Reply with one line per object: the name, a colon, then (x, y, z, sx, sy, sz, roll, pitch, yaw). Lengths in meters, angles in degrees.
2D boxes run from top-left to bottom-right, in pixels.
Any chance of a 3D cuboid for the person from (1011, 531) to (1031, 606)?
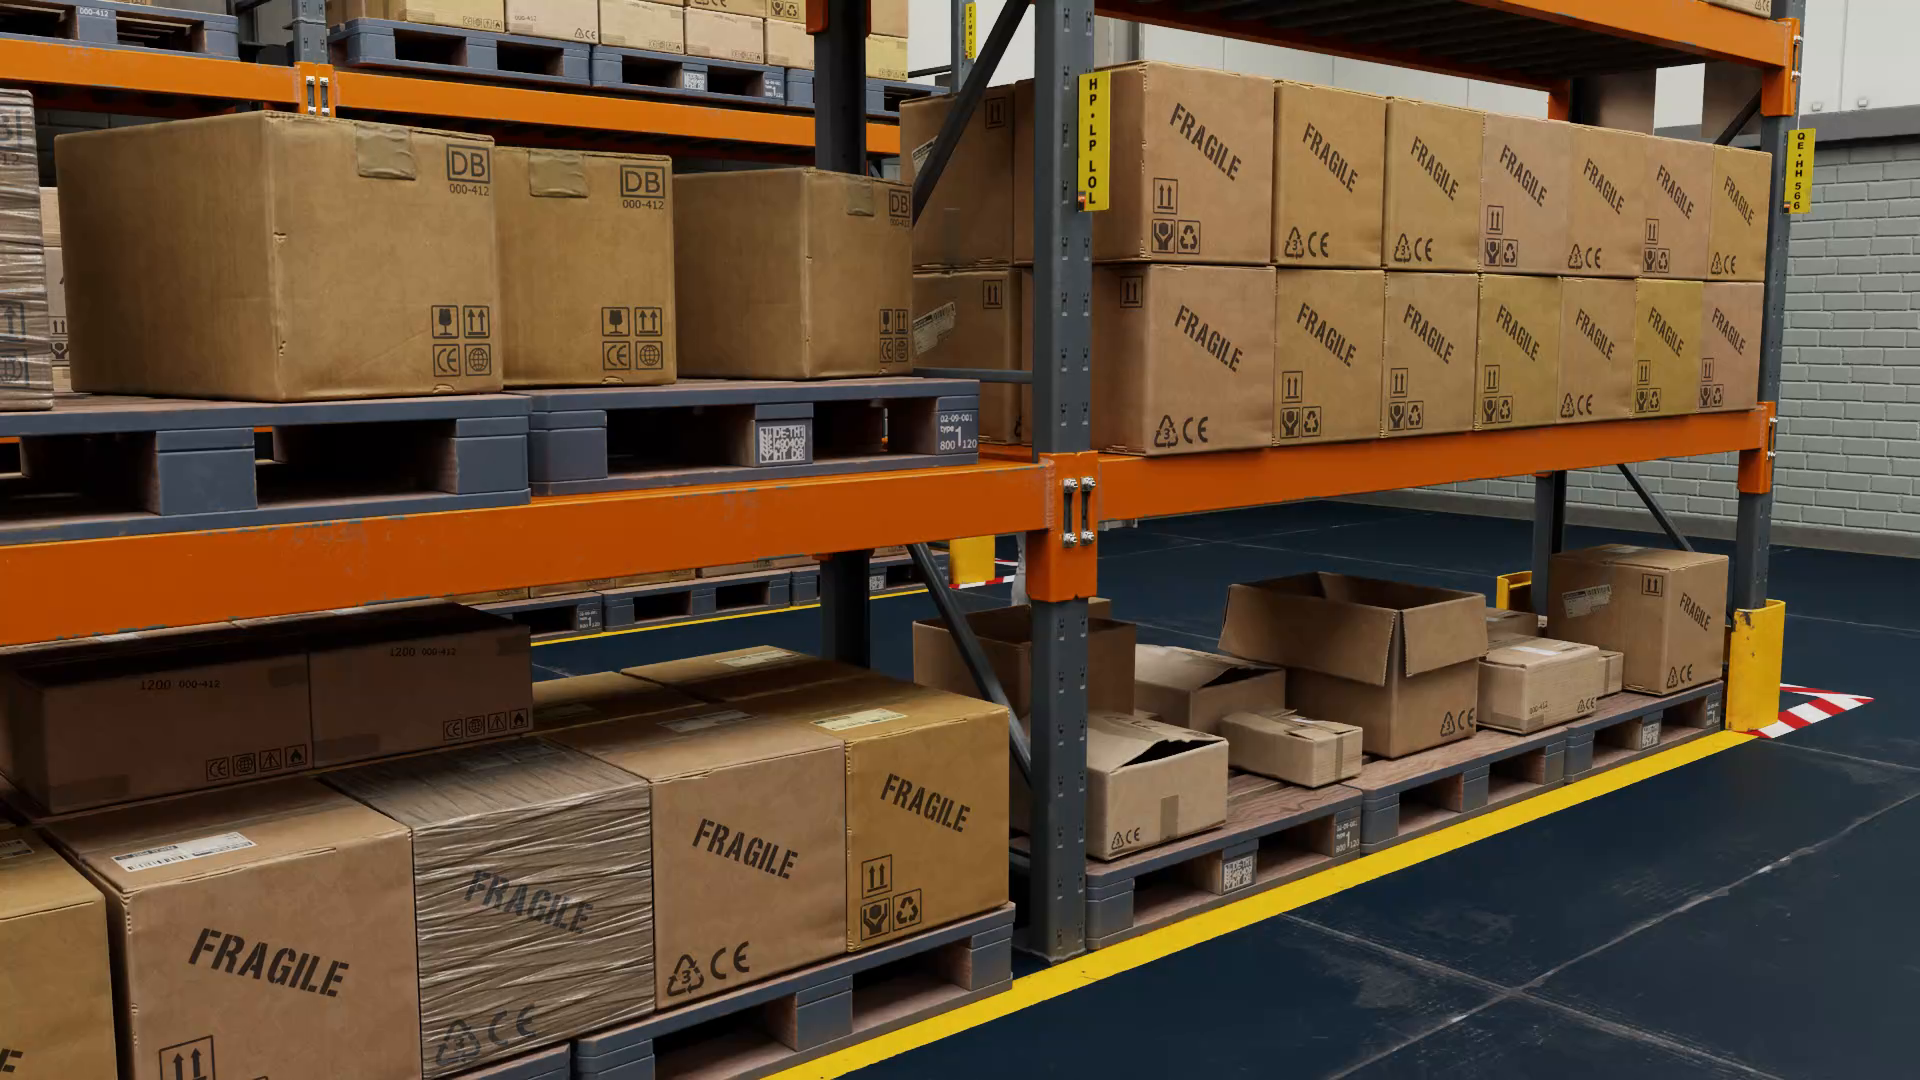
person: (0.411, -0.256, 8.201, 0.370, 1.666, 0.544, -7, 10, -43)
